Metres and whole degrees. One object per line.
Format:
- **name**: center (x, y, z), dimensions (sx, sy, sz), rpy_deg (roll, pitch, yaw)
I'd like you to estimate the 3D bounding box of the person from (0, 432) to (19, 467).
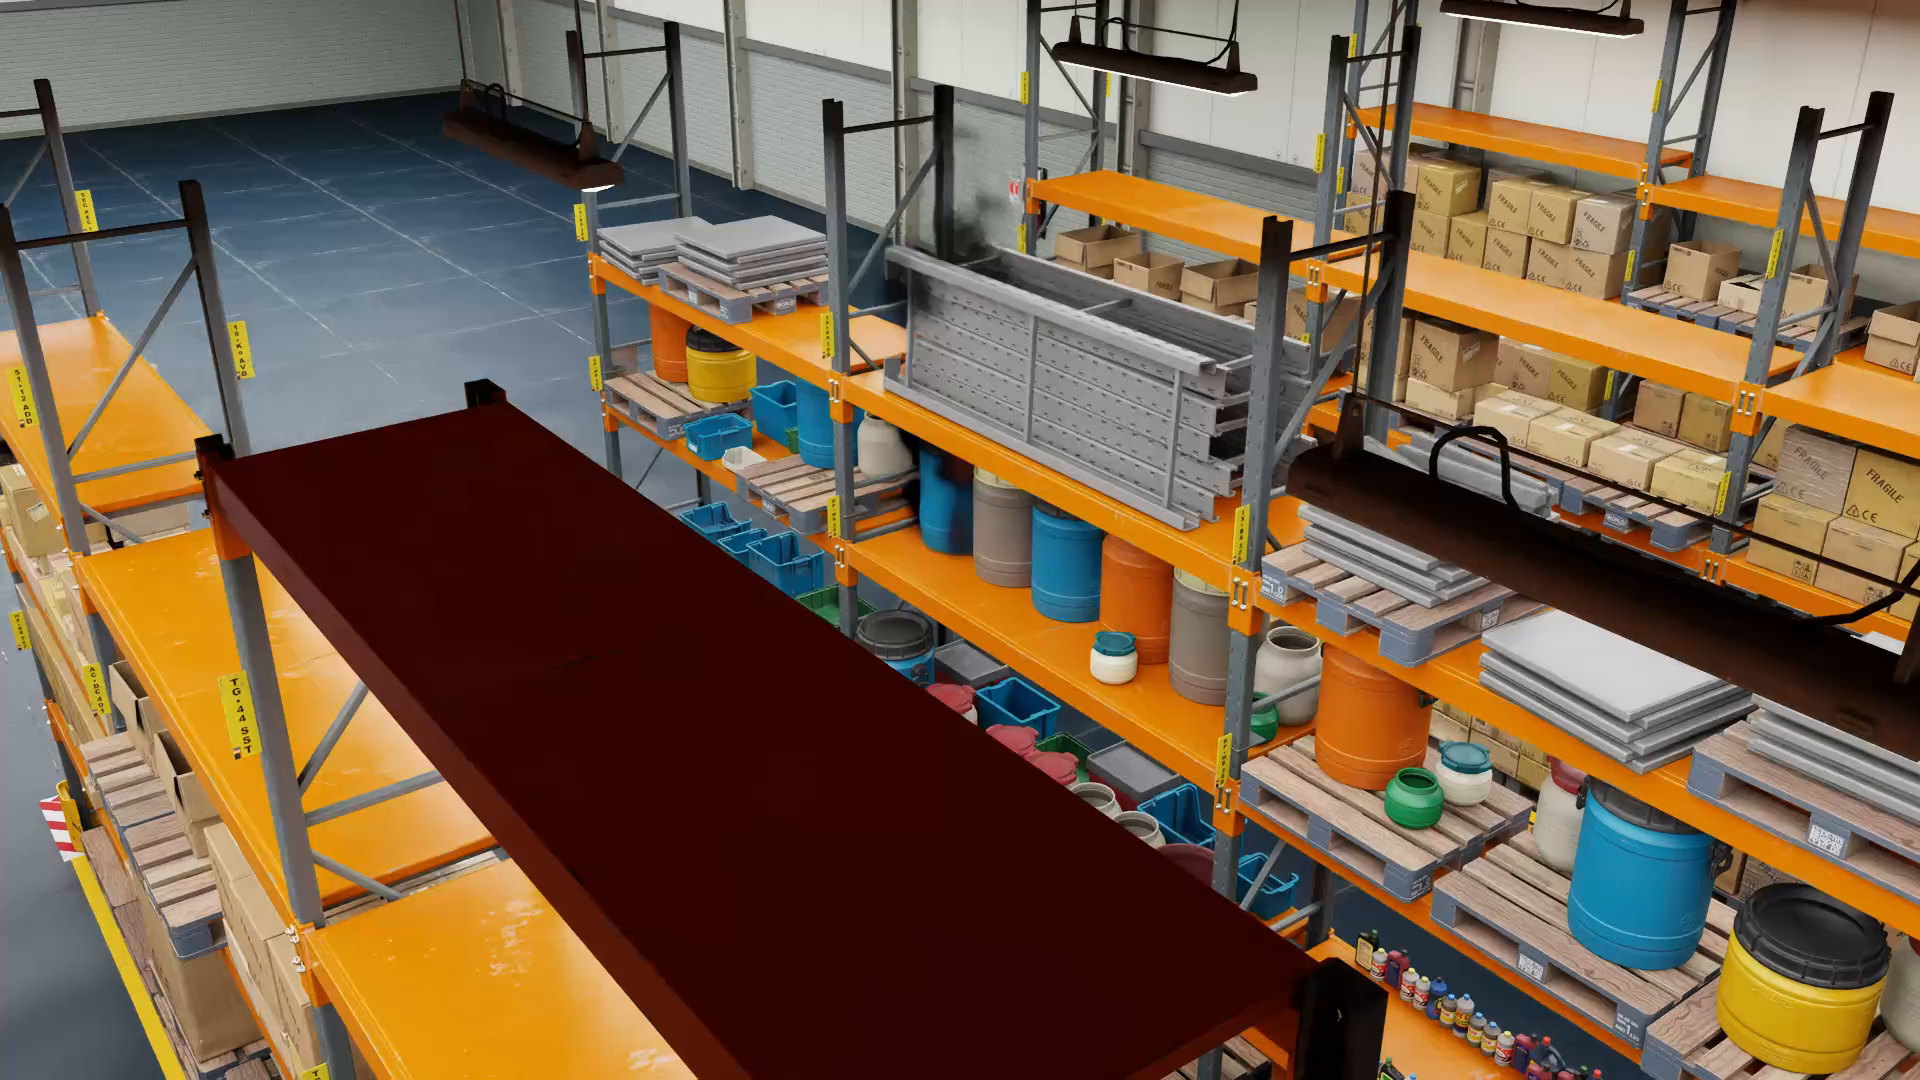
- **person**: center (-10.983, -1.027, 19.163), dimensions (0.683, 1.703, 0.633), rpy_deg (-11, 27, -22)
